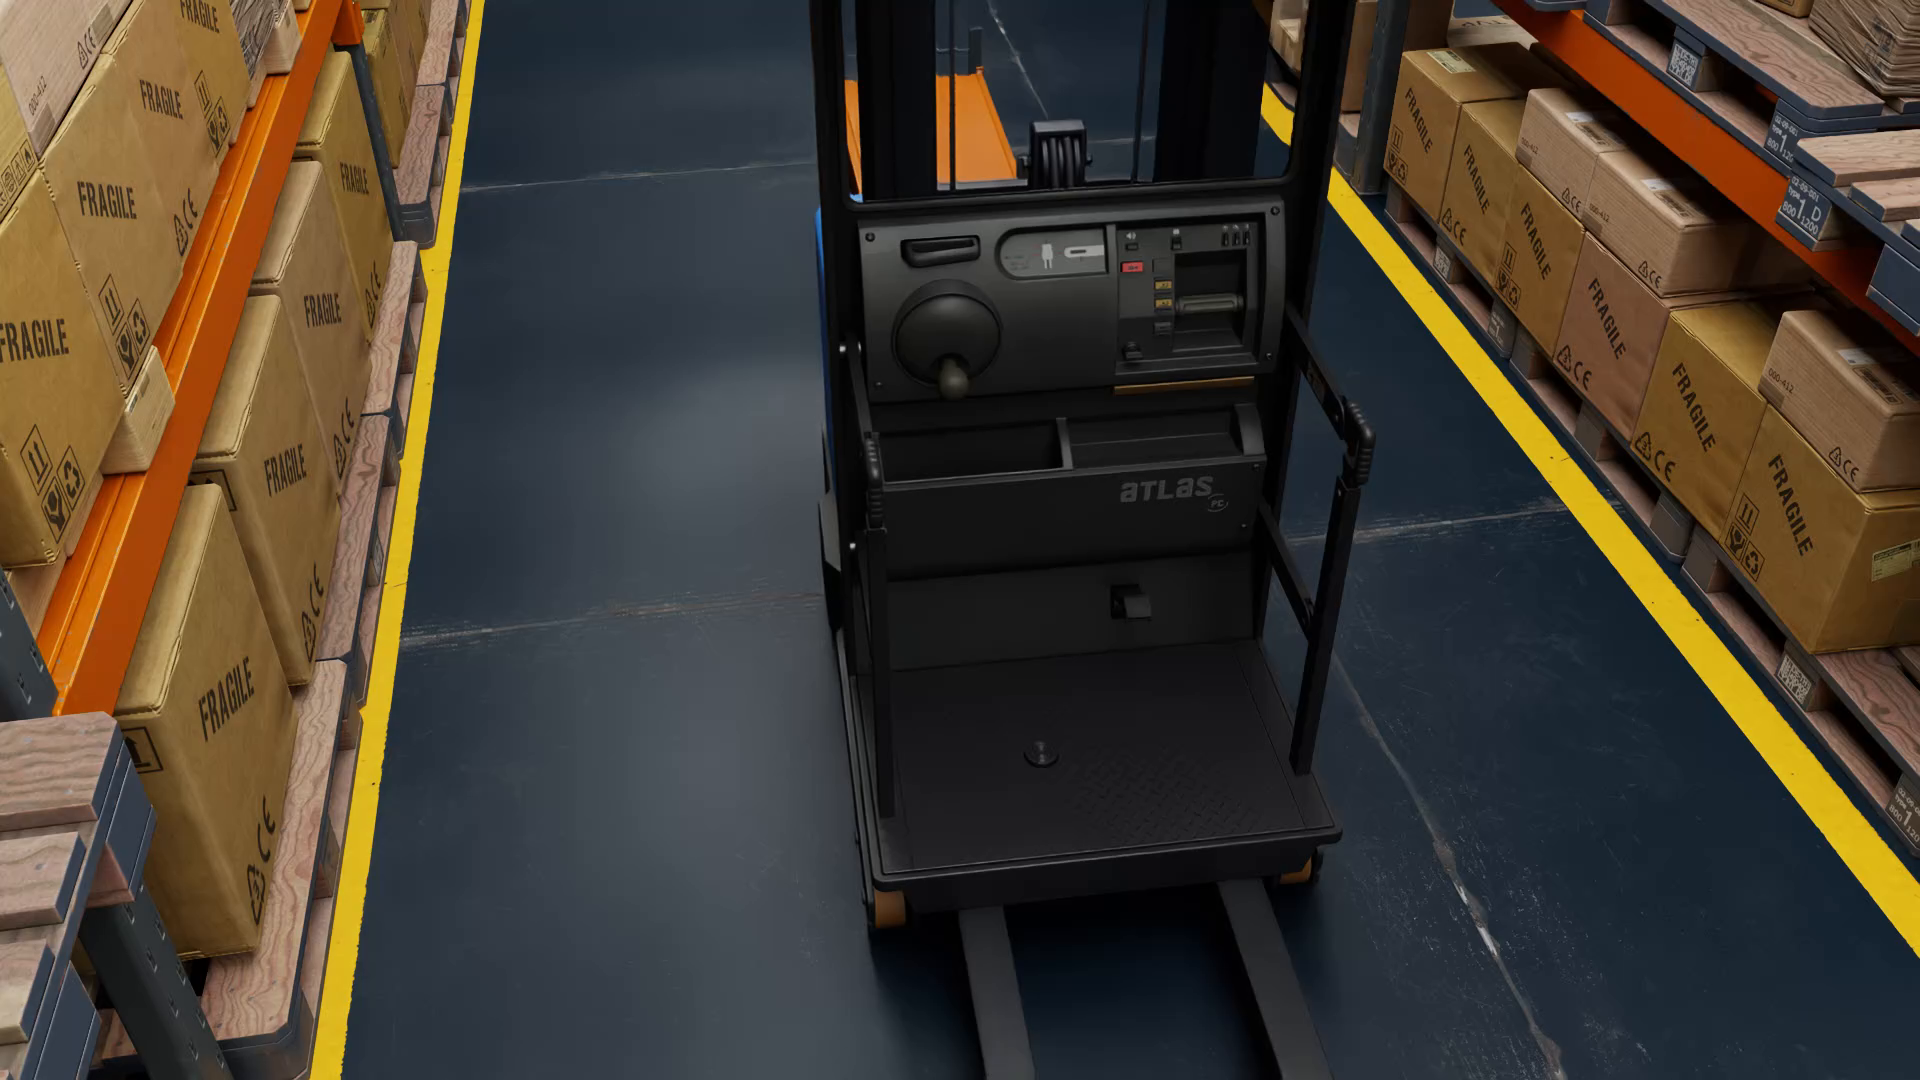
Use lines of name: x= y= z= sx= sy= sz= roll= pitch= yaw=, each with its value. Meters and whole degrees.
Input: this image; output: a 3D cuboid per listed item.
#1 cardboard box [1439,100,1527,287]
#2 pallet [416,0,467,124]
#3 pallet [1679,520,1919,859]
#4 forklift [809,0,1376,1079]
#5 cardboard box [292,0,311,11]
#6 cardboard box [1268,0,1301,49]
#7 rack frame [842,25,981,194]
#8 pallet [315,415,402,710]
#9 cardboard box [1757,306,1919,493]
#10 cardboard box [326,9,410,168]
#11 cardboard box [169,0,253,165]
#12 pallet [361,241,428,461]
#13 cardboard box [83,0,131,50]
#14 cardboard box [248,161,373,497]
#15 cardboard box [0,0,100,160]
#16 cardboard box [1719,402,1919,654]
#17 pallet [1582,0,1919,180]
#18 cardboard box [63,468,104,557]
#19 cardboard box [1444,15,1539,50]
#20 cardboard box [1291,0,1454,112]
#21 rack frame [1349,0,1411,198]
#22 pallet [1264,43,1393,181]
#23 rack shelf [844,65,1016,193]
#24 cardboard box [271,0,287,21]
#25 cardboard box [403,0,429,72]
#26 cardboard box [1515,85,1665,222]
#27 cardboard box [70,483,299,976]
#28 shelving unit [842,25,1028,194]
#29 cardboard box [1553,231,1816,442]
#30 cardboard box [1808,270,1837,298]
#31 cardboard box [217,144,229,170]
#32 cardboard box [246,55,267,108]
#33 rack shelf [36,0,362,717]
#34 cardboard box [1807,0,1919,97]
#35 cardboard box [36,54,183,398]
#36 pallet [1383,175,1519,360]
cardboard box: x=2.145 y=-1.294 z=6.149 sx=0.500 sy=0.500 sz=0.500 roll=-6 pitch=38 yaw=-7
pallet: x=-2.954 y=-2.316 z=8.059 sx=1.003 sy=0.211 sz=1.213 roll=-6 pitch=38 yaw=-8
pallet: x=2.804 y=0.316 z=4.671 sx=1.003 sy=0.211 sz=1.213 roll=-6 pitch=38 yaw=-8
forklift: x=0.281 y=-0.450 z=3.441 sx=1.130 sy=2.935 sz=3.031 roll=-5 pitch=38 yaw=-6
cardboard box: x=-2.275 y=-1.796 z=5.306 sx=0.380 sy=0.149 sz=0.250 roll=-6 pitch=38 yaw=-7
cardboard box: x=1.685 y=-2.625 z=8.017 sx=0.500 sy=0.311 sz=0.500 roll=-6 pitch=38 yaw=-8
rack frame: x=-0.177 y=-1.285 z=5.987 sx=0.500 sy=1.125 sz=0.032 roll=-5 pitch=38 yaw=-6
pallet: x=-2.253 y=0.086 z=4.967 sx=1.003 sy=0.211 sz=1.213 roll=-6 pitch=38 yaw=-8
cardboard box: x=2.488 y=-0.386 z=4.370 sx=0.500 sy=0.250 sz=0.500 roll=-5 pitch=38 yaw=-6
cardboard box: x=-2.710 y=-1.853 z=6.885 sx=0.700 sy=0.500 sz=0.500 roll=-6 pitch=38 yaw=-7
cardboard box: x=-2.080 y=-1.212 z=4.025 sx=0.500 sy=0.500 sz=0.500 roll=-5 pitch=38 yaw=-7
pallet: x=-2.471 y=-0.652 z=5.917 sx=1.003 sy=0.211 sz=1.213 roll=-6 pitch=38 yaw=-8
cardboard box: x=-1.991 y=-1.184 z=3.378 sx=0.500 sy=0.250 sz=0.500 roll=-6 pitch=38 yaw=-8
cardboard box: x=-2.280 y=-0.613 z=5.004 sx=0.750 sy=0.750 sz=0.750 roll=-5 pitch=38 yaw=-7
cardboard box: x=-1.900 y=-0.883 z=2.990 sx=0.500 sy=0.250 sz=0.500 roll=-7 pitch=38 yaw=-9
cardboard box: x=2.502 y=-0.057 z=4.557 sx=0.500 sy=0.500 sz=0.500 roll=-5 pitch=38 yaw=-6
pallet: x=2.552 y=-1.429 z=4.800 sx=1.003 sy=0.211 sz=1.213 roll=-6 pitch=38 yaw=-8
cardboard box: x=-1.844 y=-0.081 z=3.098 sx=0.380 sy=0.149 sz=0.250 roll=-6 pitch=38 yaw=-7
cardboard box: x=2.335 y=-2.135 z=7.386 sx=0.500 sy=0.311 sz=0.500 roll=-6 pitch=38 yaw=-8
cardboard box: x=1.817 y=-2.247 z=7.376 sx=0.500 sy=0.500 sz=0.500 roll=-6 pitch=38 yaw=-8
rack frame: x=2.196 y=-2.746 z=6.340 sx=1.000 sy=3.000 sz=0.127 roll=-6 pitch=38 yaw=-8
pallet: x=2.077 y=-2.060 z=7.730 sx=1.003 sy=0.211 sz=1.213 roll=-6 pitch=38 yaw=-8
rack shelf: x=-0.107 y=-1.207 z=5.410 sx=0.538 sy=0.278 sz=1.000 roll=-5 pitch=38 yaw=-6
cardboard box: x=-2.252 y=-1.817 z=4.804 sx=0.500 sy=0.500 sz=0.500 roll=-6 pitch=38 yaw=-8
cardboard box: x=-2.883 y=-2.467 z=7.675 sx=0.700 sy=0.500 sz=0.500 roll=-5 pitch=38 yaw=-7
cardboard box: x=2.216 y=-1.307 z=5.555 sx=0.500 sy=0.250 sz=0.500 roll=-6 pitch=38 yaw=-8
cardboard box: x=-1.979 y=0.430 z=3.662 sx=0.750 sy=0.750 sz=0.750 roll=-7 pitch=38 yaw=-9
shelving unit: x=-0.107 y=-0.976 z=5.589 sx=0.538 sy=1.125 sz=1.048 roll=-5 pitch=38 yaw=-6
cardboard box: x=2.314 y=-0.685 z=5.366 sx=0.500 sy=0.500 sz=0.500 roll=-8 pitch=38 yaw=-10
cardboard box: x=2.822 y=-0.756 z=5.457 sx=0.500 sy=0.500 sz=0.500 roll=-7 pitch=38 yaw=-9
cardboard box: x=-2.127 y=-1.012 z=4.297 sx=0.380 sy=0.149 sz=0.250 roll=-5 pitch=38 yaw=-7
cardboard box: x=-2.192 y=-1.327 z=4.702 sx=0.380 sy=0.149 sz=0.250 roll=-6 pitch=38 yaw=-8
rack shelf: x=-2.330 y=-0.719 z=4.317 sx=1.077 sy=0.370 sz=4.000 roll=-6 pitch=38 yaw=-8
cardboard box: x=2.704 y=-1.477 z=4.282 sx=0.700 sy=0.500 sz=0.500 roll=0 pitch=38 yaw=1
cardboard box: x=-1.895 y=-0.598 z=3.235 sx=0.500 sy=0.500 sz=0.500 roll=-5 pitch=38 yaw=-6
pallet: x=2.376 y=-1.158 z=6.568 sx=1.003 sy=0.211 sz=1.213 roll=-6 pitch=38 yaw=-8
